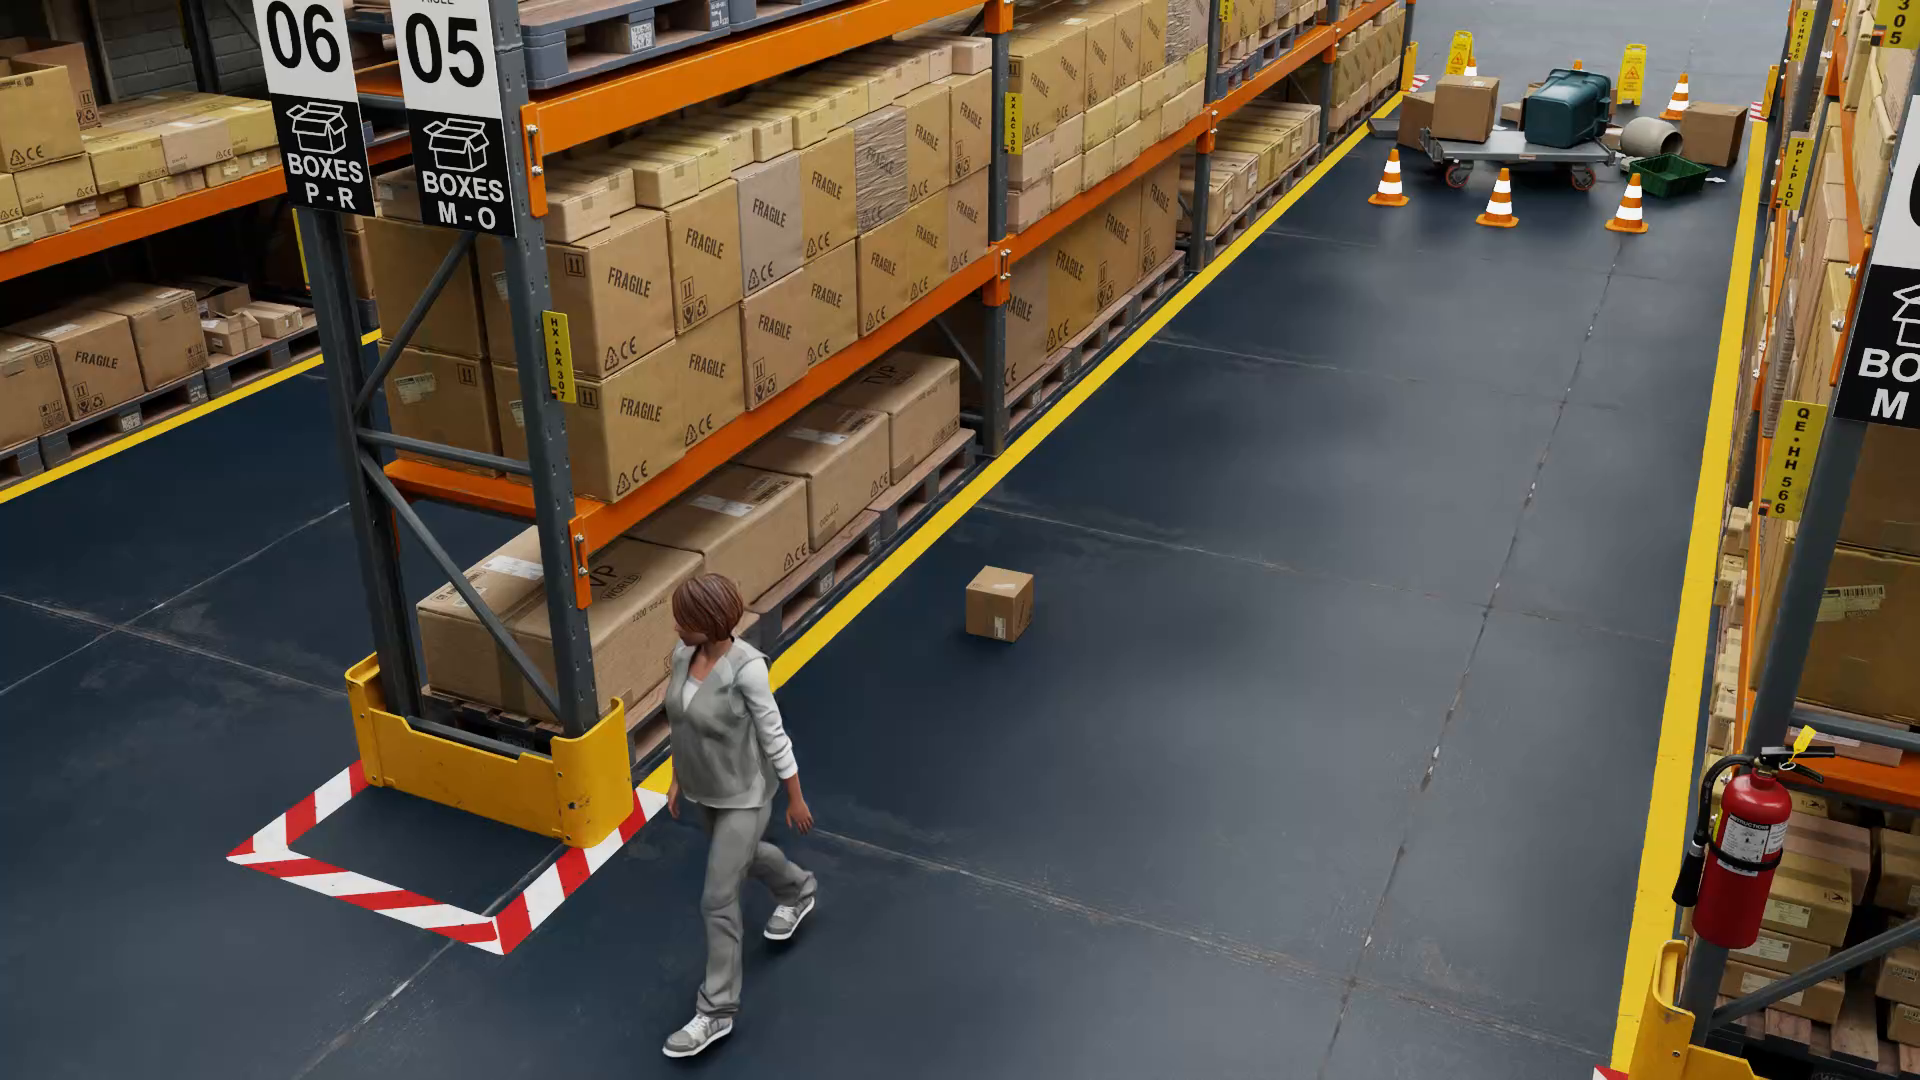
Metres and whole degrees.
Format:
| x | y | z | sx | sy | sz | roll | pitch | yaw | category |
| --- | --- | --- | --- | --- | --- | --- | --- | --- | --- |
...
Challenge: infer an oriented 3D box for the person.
| x | y | z | sx | sy | sz | roll | pitch | yaw | category |
| --- | --- | --- | --- | --- | --- | --- | --- | --- | --- |
| -0.778 | 0.828 | 5.461 | 0.495 | 1.534 | 0.871 | 22 | 34 | 37 | person |
